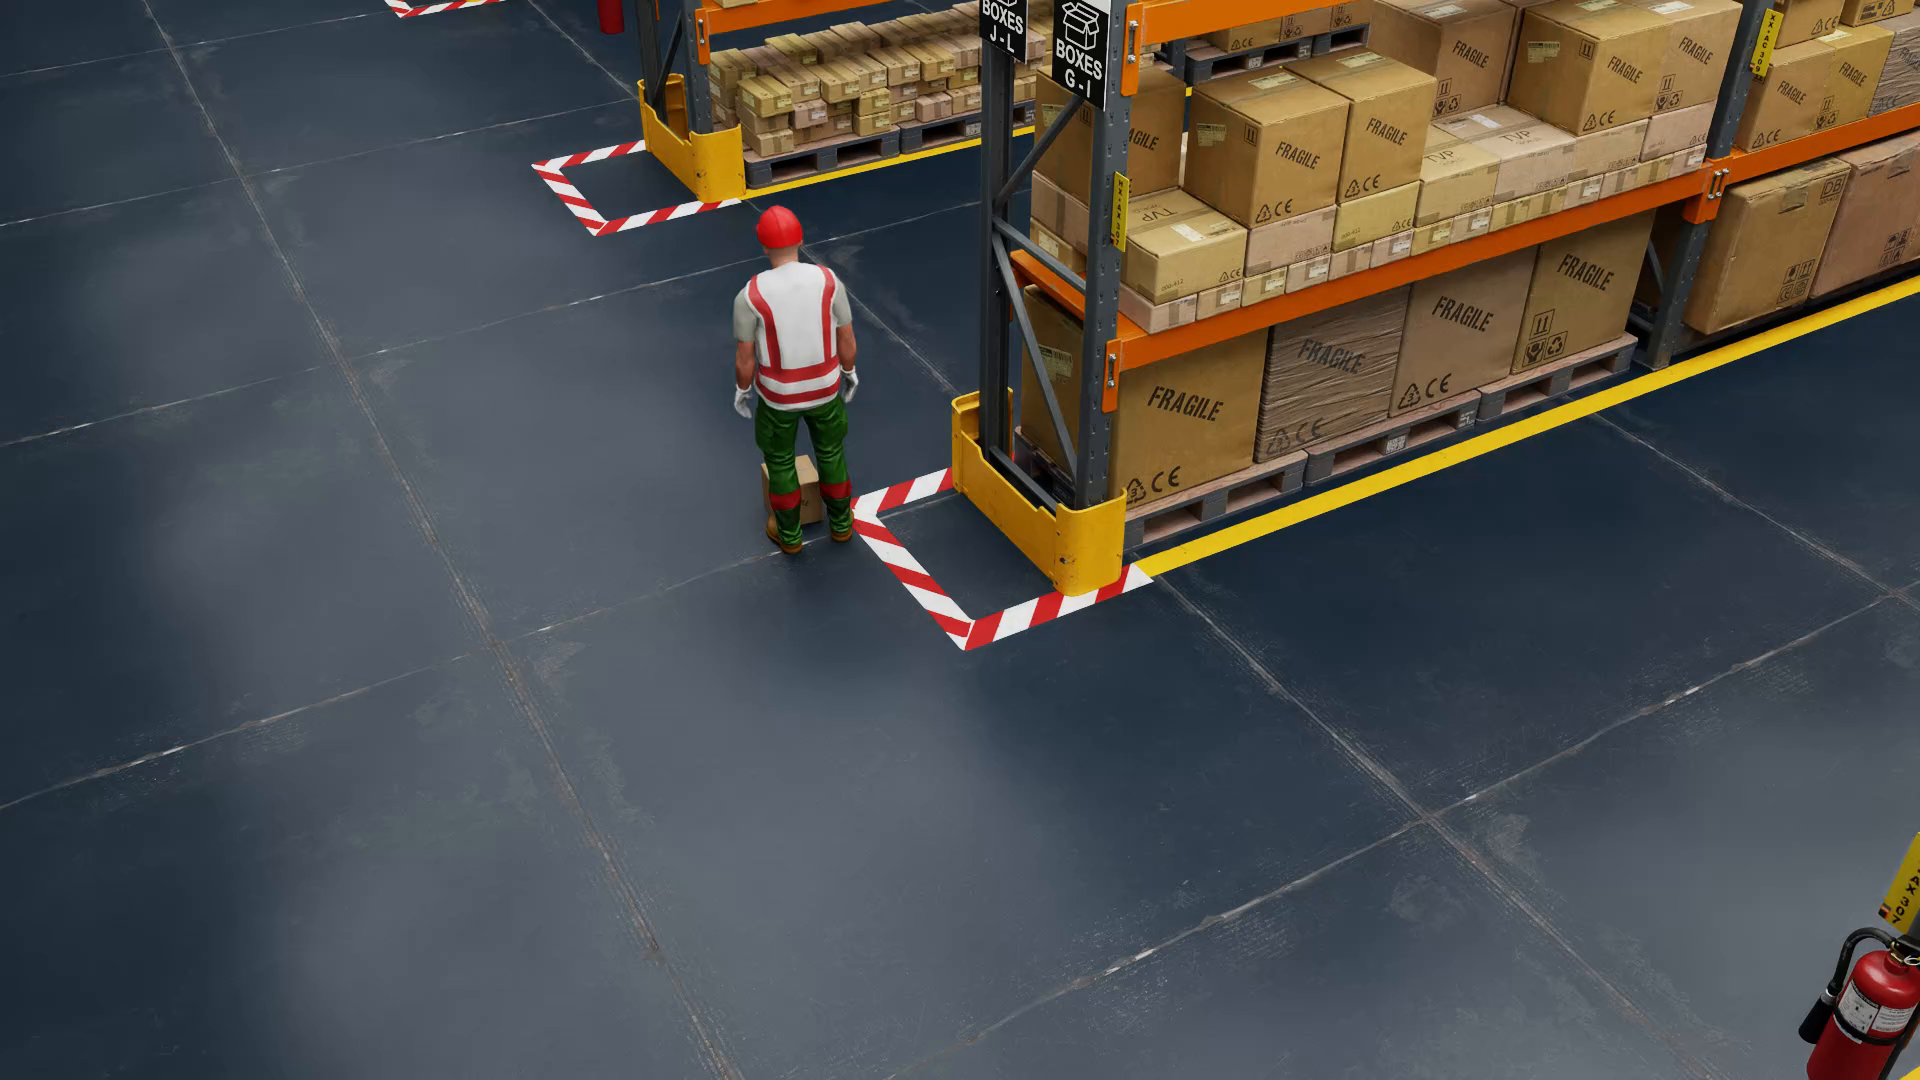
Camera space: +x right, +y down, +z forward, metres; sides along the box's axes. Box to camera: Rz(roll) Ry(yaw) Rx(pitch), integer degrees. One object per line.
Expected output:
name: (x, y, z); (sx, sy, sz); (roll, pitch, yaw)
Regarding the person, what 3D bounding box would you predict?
person: (-0.774, -0.735, 7.910); (0.609, 1.780, 0.448); (-11, 38, -15)
